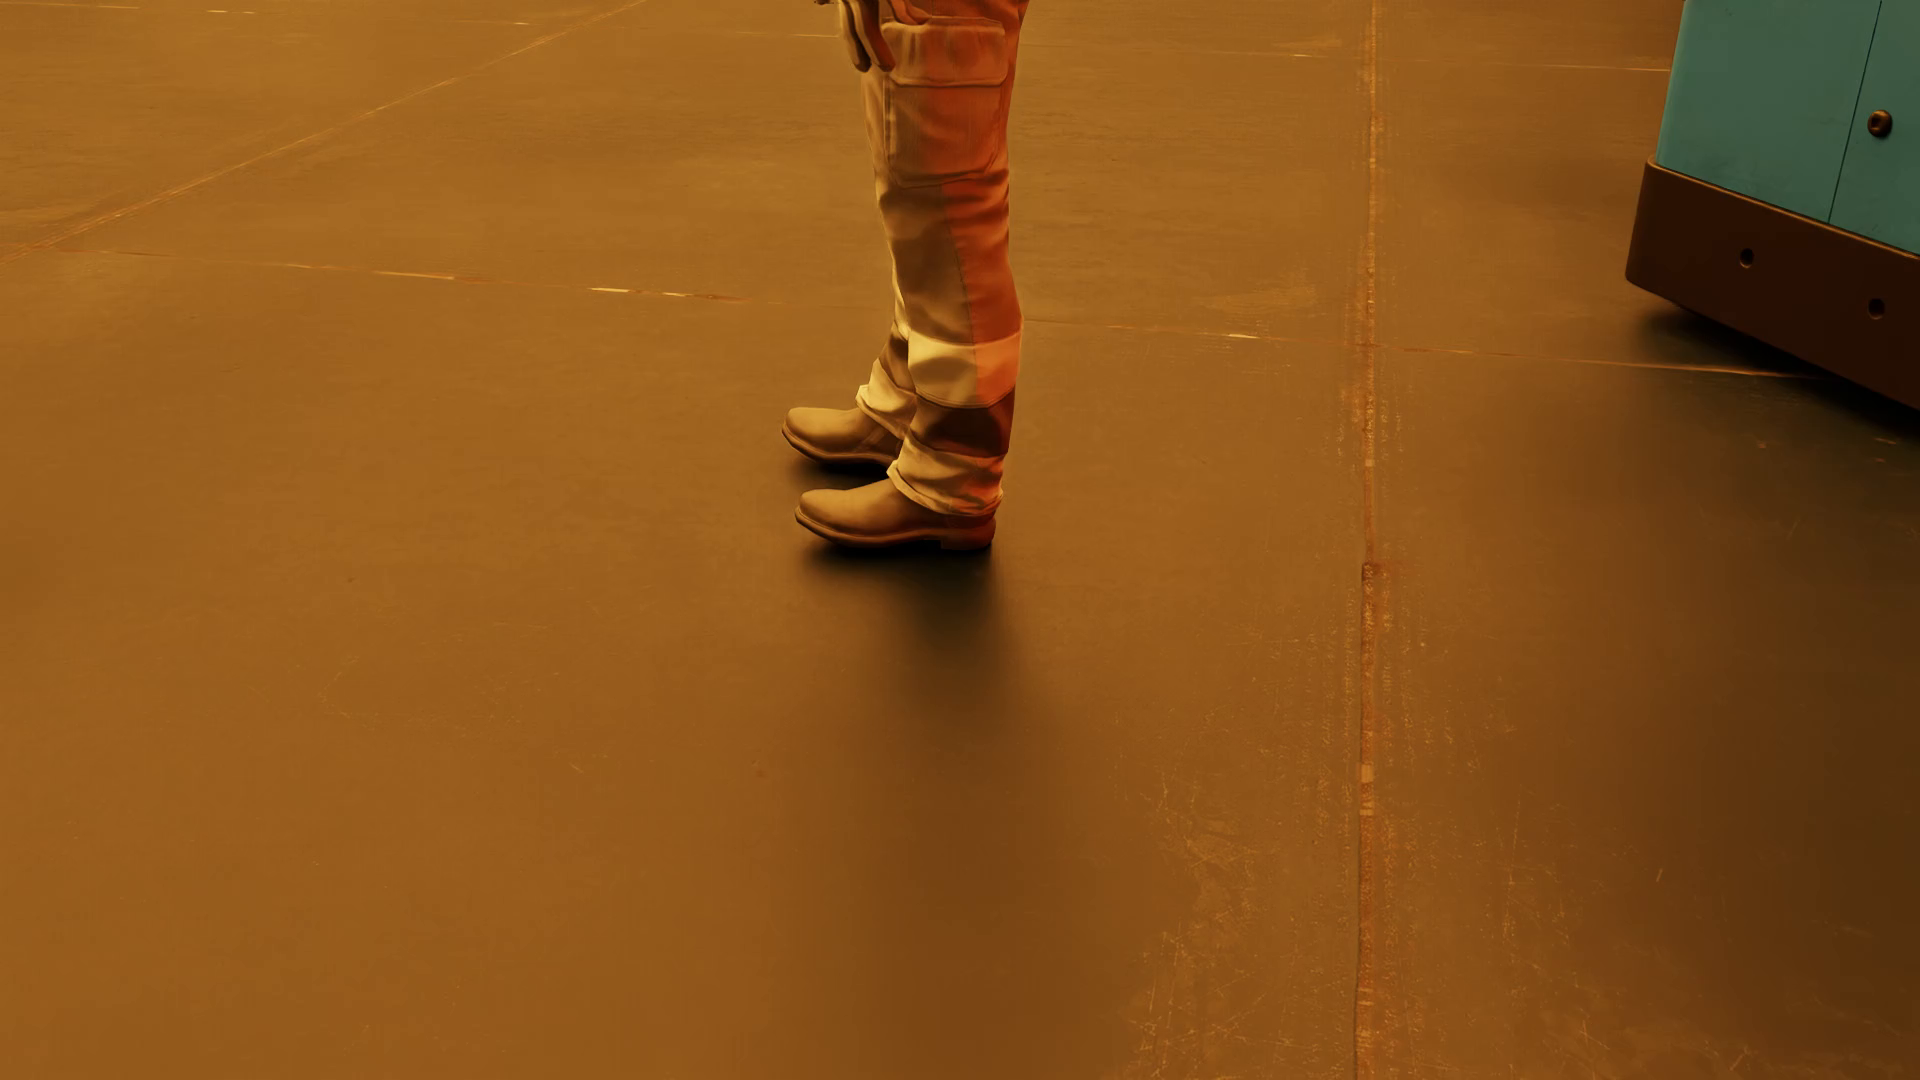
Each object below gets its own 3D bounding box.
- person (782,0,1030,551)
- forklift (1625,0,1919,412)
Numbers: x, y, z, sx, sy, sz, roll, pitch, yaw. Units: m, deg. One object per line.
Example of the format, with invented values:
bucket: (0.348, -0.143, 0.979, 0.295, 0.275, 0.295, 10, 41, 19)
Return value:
person: (-0.076, -0.819, 2.120, 0.562, 1.790, 0.637, 6, 27, 11)
forklift: (2.933, -1.799, 2.812, 3.031, 2.935, 1.130, -9, 28, -17)
